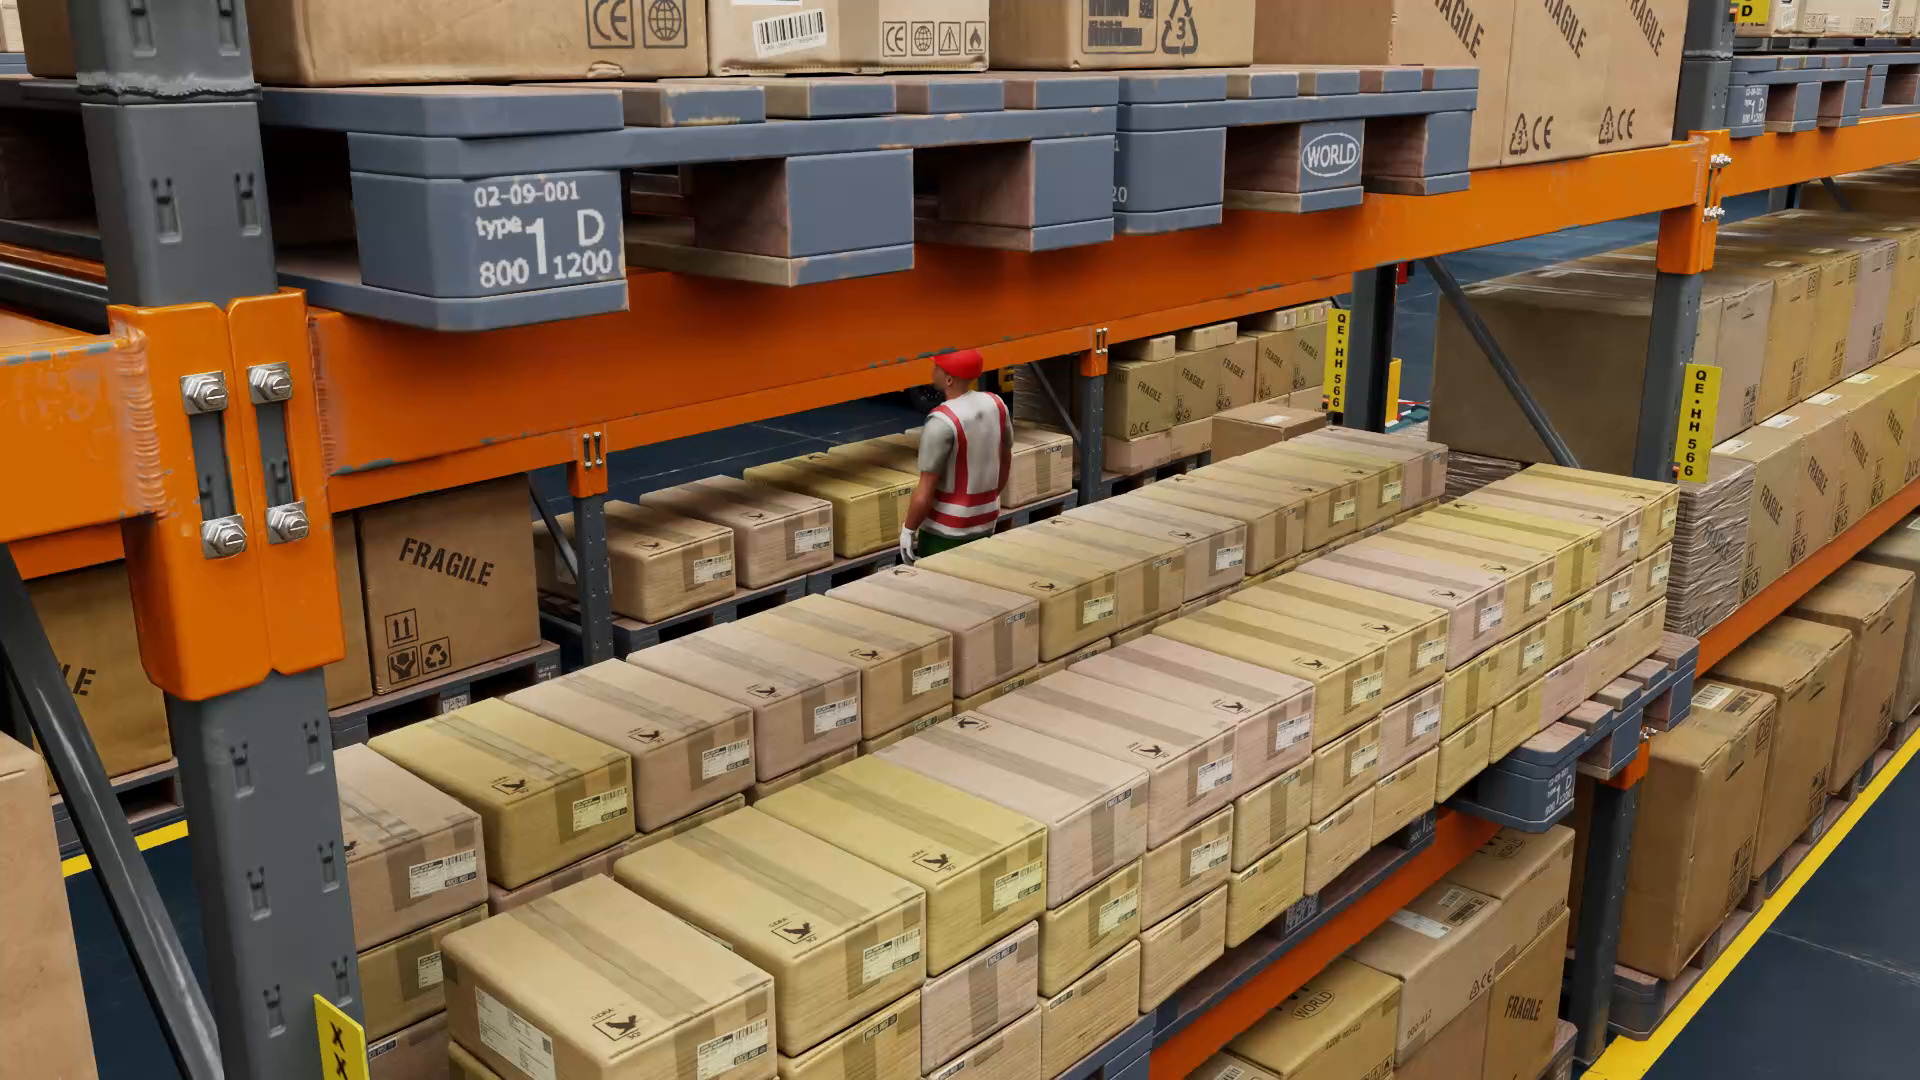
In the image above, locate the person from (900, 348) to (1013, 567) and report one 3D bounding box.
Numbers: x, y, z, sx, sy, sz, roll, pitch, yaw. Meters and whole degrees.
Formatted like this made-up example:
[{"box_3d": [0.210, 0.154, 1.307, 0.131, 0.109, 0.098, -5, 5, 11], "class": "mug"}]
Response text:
[{"box_3d": [-0.078, -0.084, 7.748, 0.562, 1.789, 0.638, 14, 22, 40], "class": "person"}]
